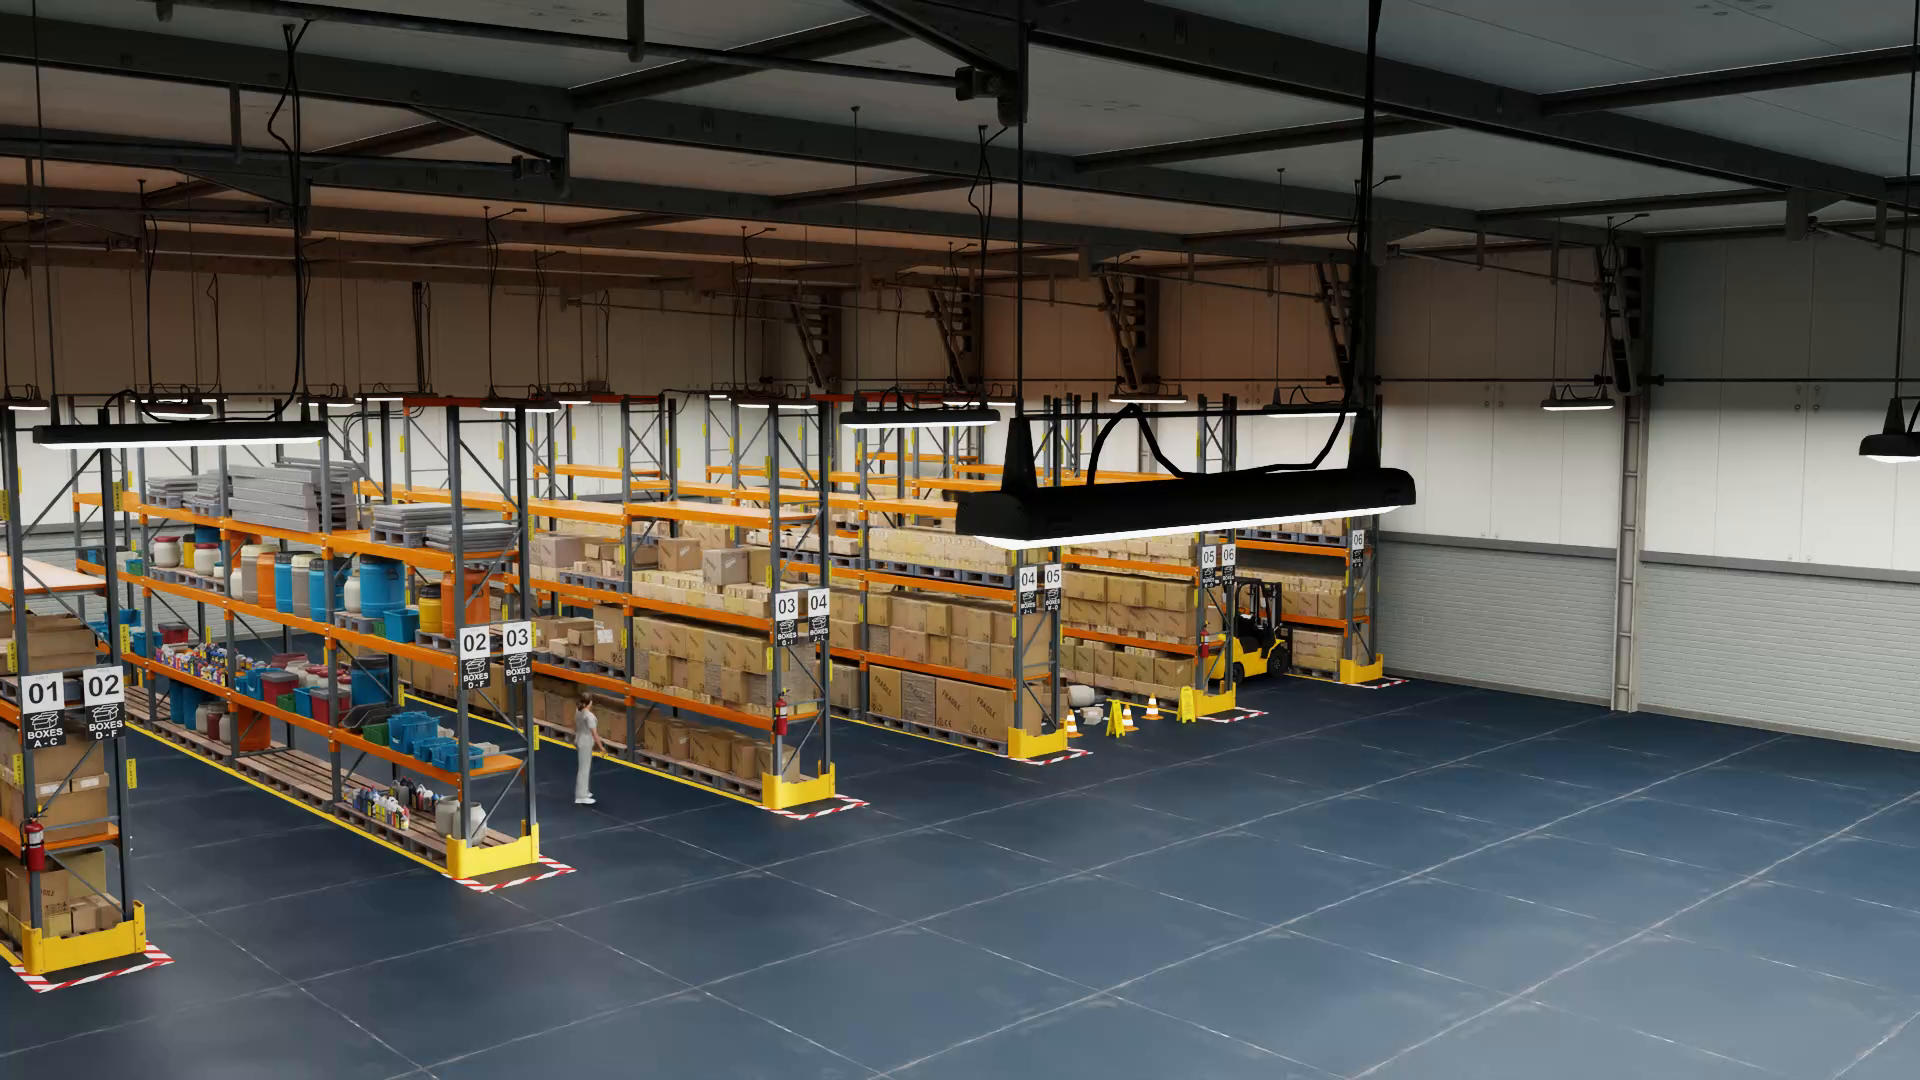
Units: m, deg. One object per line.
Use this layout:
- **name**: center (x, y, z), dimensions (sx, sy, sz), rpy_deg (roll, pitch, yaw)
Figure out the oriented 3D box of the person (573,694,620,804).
- **person**: center (-5.479, 3.115, 24.974), dimensions (0.705, 1.649, 0.626), rpy_deg (-2, 6, -19)
